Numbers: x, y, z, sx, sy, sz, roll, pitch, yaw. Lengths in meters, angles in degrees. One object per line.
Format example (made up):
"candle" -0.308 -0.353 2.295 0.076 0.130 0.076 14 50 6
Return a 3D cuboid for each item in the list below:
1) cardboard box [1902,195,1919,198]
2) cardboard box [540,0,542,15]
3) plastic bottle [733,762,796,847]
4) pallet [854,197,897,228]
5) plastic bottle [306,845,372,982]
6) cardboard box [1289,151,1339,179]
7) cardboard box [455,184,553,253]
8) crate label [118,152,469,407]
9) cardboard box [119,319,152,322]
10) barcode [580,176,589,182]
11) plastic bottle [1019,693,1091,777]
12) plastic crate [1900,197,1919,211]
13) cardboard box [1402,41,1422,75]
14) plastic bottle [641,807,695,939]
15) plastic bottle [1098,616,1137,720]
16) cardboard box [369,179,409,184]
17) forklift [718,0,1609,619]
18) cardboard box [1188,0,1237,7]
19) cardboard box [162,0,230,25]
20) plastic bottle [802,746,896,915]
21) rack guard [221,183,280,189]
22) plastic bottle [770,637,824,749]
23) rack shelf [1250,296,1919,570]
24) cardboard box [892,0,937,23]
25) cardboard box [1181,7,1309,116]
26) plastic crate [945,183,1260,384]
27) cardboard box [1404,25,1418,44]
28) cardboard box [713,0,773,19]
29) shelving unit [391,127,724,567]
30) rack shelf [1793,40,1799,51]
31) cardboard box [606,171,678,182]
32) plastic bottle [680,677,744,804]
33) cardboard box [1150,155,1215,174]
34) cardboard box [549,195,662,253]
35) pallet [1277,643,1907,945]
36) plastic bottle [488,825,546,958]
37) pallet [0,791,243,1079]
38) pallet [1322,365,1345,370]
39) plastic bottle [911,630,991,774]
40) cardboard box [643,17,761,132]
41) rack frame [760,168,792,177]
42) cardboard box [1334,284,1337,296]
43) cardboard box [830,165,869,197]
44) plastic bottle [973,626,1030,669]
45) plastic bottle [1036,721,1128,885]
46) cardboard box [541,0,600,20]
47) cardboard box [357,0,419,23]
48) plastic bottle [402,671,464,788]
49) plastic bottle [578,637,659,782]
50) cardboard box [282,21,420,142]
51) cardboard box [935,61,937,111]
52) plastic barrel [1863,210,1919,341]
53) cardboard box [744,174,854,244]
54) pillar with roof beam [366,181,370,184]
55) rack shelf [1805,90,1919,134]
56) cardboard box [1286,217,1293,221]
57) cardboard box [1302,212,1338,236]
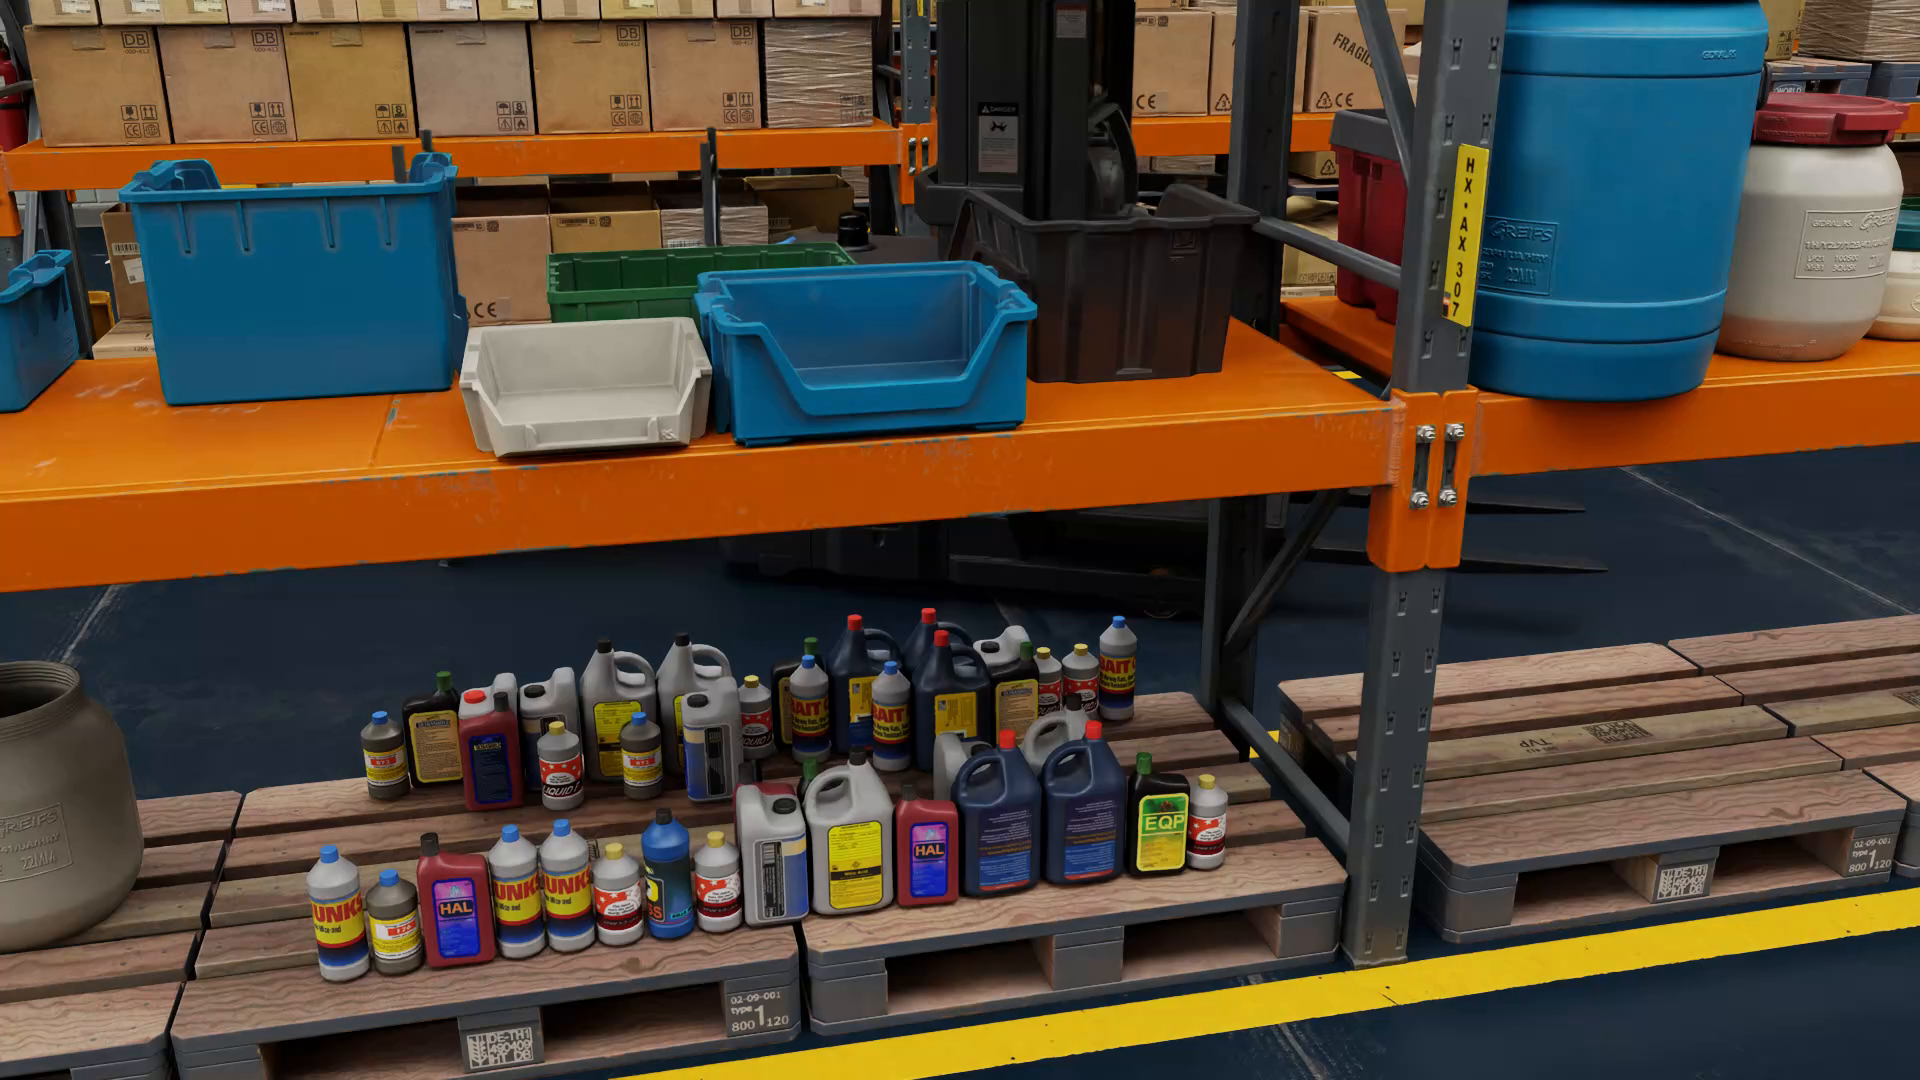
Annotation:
"cardboard box" 5.595 -1.695 9.575 0.500 0.500 0.500 -5 21 -14
"cardboard box" -1.870 -2.572 7.888 0.250 0.149 0.380 -5 21 -14
"plastic bottle" -0.420 0.611 3.596 0.133 0.283 0.061 -5 21 -12
"pallet" -0.697 -2.691 13.355 1.213 0.211 1.003 -5 21 -12
"plastic bottle" -1.231 0.730 3.289 0.097 0.271 0.097 0 20 0
"cardboard box" 3.184 -3.457 13.906 0.750 0.750 0.750 -5 21 -13
"cardboard box" -2.294 -1.488 8.311 0.500 0.500 0.500 -5 21 -12
"crate label" -1.338 -0.559 3.427 0.616 0.435 0.502 -5 21 -12
"cardboard box" -3.750 -1.011 8.102 0.500 0.250 0.500 -5 21 -12
"barcode" -2.922 -2.796 12.930 0.075 0.075 0.001 -5 21 -12
"plastic bottle" 0.232 0.514 3.762 0.185 0.351 0.144 -5 21 -12
"plastic crate" 2.455 -0.755 4.323 0.662 0.188 0.450 -5 21 -12
"cardboard box" 2.667 -2.549 9.043 0.500 0.311 0.500 -5 21 -13
"plastic bottle" -0.603 0.679 3.428 0.097 0.271 0.097 0 20 0
"plastic bottle" 0.414 0.331 4.378 0.097 0.271 0.097 0 20 0
"cardboard box" -4.098 -2.636 12.418 0.500 0.311 0.500 -3 20 -8
"forklift" 0.706 -1.297 5.593 3.031 2.935 1.130 5 21 12
"cardboard box" 1.983 -4.468 13.366 0.500 0.500 0.700 -7 21 -19
"cardboard box" -3.273 -2.316 7.187 0.250 0.149 0.380 -5 21 -12
"plastic bottle" -0.236 0.603 3.519 0.185 0.351 0.144 -5 21 -13
"rack guard" -5.273 -2.454 12.288 0.348 0.500 1.175 -5 21 -12
"plastic bottle" -0.410 0.386 4.210 0.133 0.283 0.061 -4 20 -10
"rack shelf" 2.772 -0.443 4.208 4.000 0.370 1.077 -5 21 -12
"cardboard box" -0.406 -4.263 12.806 0.500 0.500 0.700 -3 20 -7
"cardboard box" 1.440 -2.464 8.535 0.500 0.500 0.500 -5 21 -12
"plastic crate" 0.287 -0.594 3.666 0.504 0.338 0.767 -5 21 -12
"cardboard box" 3.554 -4.166 13.663 0.250 0.149 0.380 -5 21 -13
"cardboard box" -1.022 -2.498 7.686 0.250 0.149 0.380 -5 21 -14
"shelving unit" -1.392 -0.706 6.062 1.048 1.500 0.538 -2 20 -5
"rack shelf" 8.277 -4.392 14.990 4.000 0.370 1.077 -5 21 -12
"cardboard box" -2.455 -2.876 12.799 0.500 0.500 0.500 -6 21 -17
"plastic bottle" -0.595 0.471 3.988 0.135 0.276 0.152 -5 21 -12
"cardboard box" 1.750 -3.214 13.721 0.500 0.500 0.700 -4 21 -12
"cardboard box" -1.687 -1.352 7.943 0.500 0.500 0.500 -5 21 -12
"pallet" 1.581 0.612 4.337 1.213 0.211 1.003 -5 21 -12
"plastic bottle" -0.898 0.702 3.363 0.097 0.271 0.097 0 20 0
"pallet" -2.212 0.919 3.498 1.213 0.211 1.003 -5 21 -12
"pallet" 1.587 -1.140 9.121 1.213 0.211 1.003 -5 21 -12
"plastic bottle" -0.023 0.388 4.106 0.185 0.351 0.144 -5 21 -12
"cardboard box" -1.253 -2.246 7.941 0.500 0.500 0.700 -5 21 -13
"rack frame" -1.454 -3.939 12.705 0.127 3.000 1.000 -5 21 -12
"cardboard box" 2.135 -1.299 8.888 0.500 0.250 0.500 -4 21 -11
"cardboard box" -0.742 -3.035 13.234 0.500 0.500 0.700 -4 20 -11
"plastic bottle" 0.106 0.363 4.282 0.135 0.276 0.152 -4 20 -11
"plastic bottle" 0.265 0.562 3.630 0.185 0.351 0.144 -5 21 -14
"cardboard box" -1.762 -2.439 7.523 0.250 0.149 0.380 -4 21 -11
"cardboard box" -2.519 -2.377 7.355 0.250 0.149 0.380 -5 21 -13
"plastic bottle" -1.271 0.456 4.019 0.133 0.283 0.061 -4 21 -11
"plastic bottle" -0.834 0.403 4.064 0.185 0.351 0.144 -4 20 -10
"cardboard box" -2.752 -2.124 7.607 0.500 0.500 0.700 -5 21 -12
"cardboard box" 0.158 -2.264 8.352 0.500 0.250 0.500 -3 20 -9
"plastic barrel" 2.149 -0.611 3.822 0.301 0.262 0.301 0 20 0
"cardboard box" -0.834 -1.607 8.637 0.500 0.500 0.500 -5 21 -12
"pillar with roof beam" -3.874 -5.343 7.817 0.400 9.000 9.100 -5 21 -12
"rack shelf" 5.528 -2.418 9.600 4.000 0.370 1.077 -5 21 -12
"cardboard box" 1.498 -1.699 9.162 0.500 0.311 0.500 -5 21 -13
"cardboard box" 2.133 -1.560 8.785 0.500 0.311 0.500 -5 21 -13
